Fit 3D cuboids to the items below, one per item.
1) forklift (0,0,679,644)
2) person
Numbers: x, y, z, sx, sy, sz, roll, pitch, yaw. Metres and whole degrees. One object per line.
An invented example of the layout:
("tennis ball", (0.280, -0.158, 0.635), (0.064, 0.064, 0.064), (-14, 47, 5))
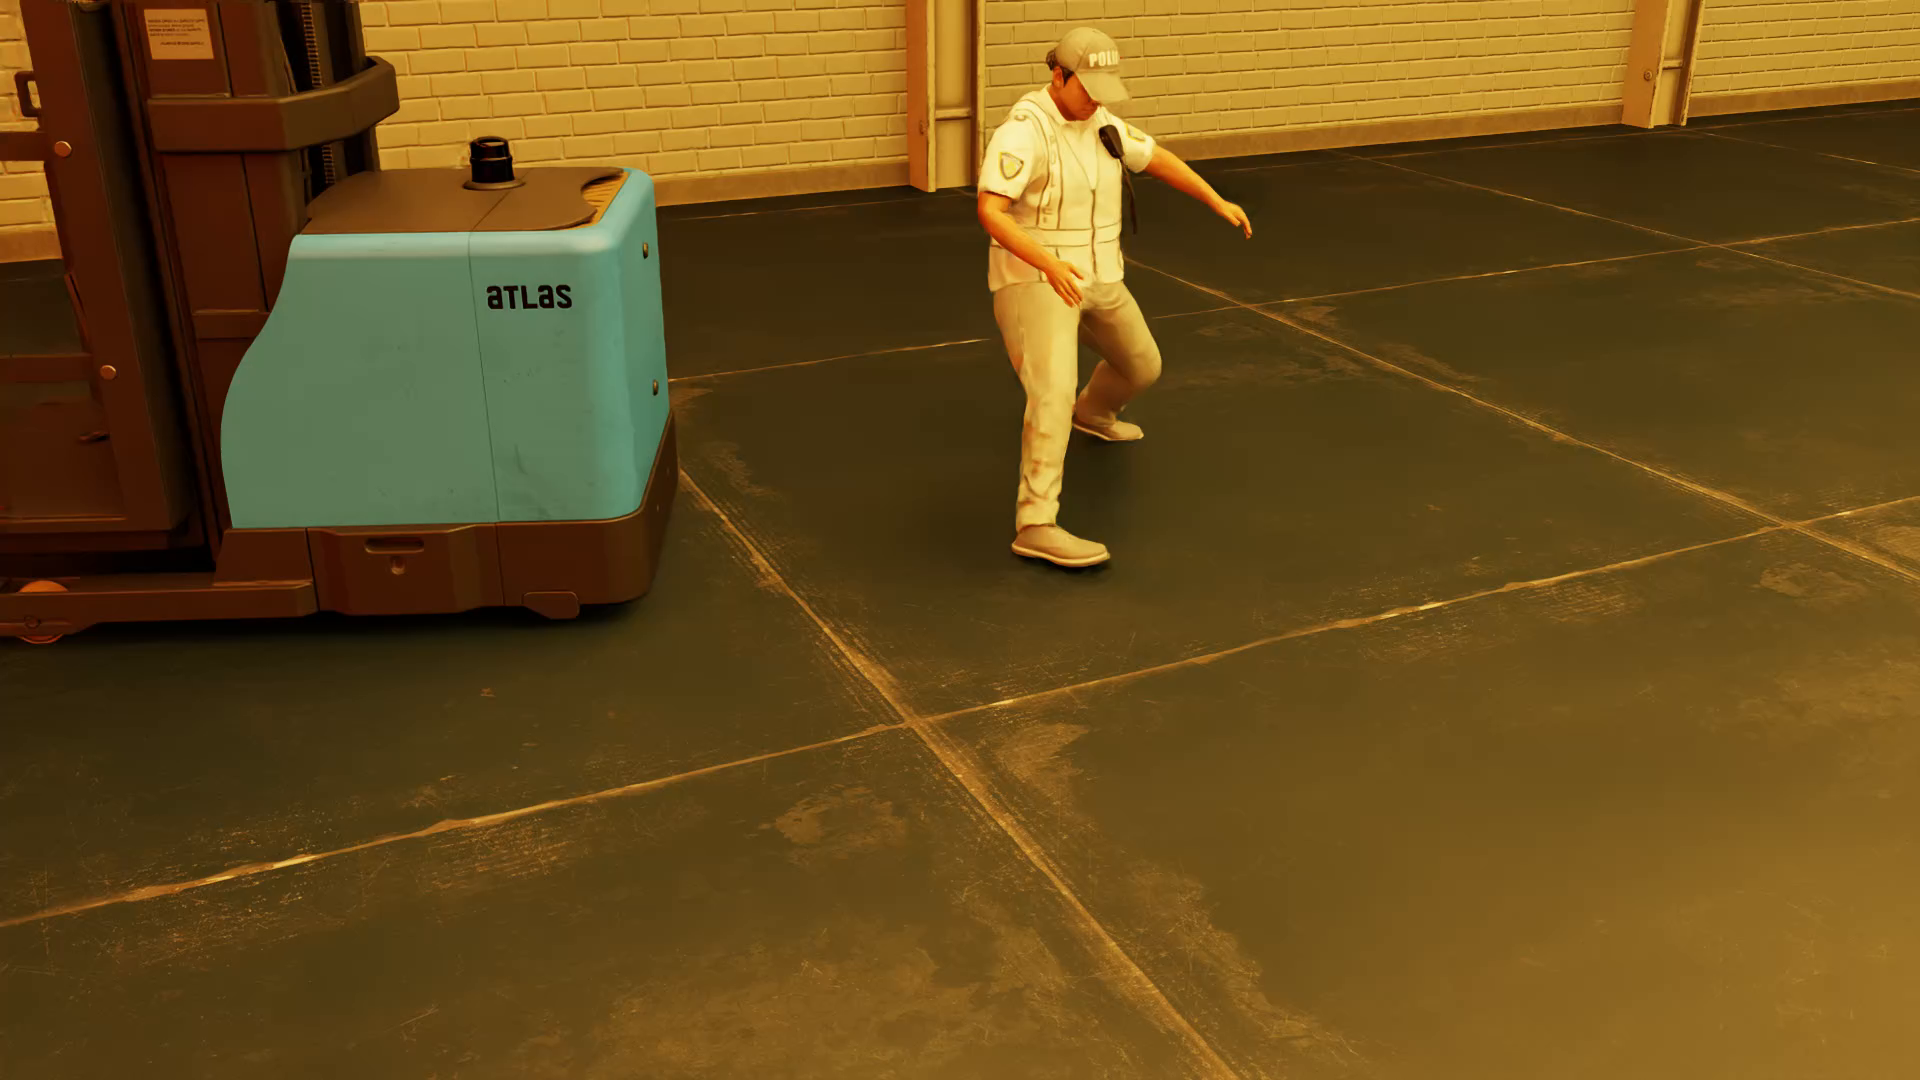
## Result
("forklift", (-2.396, -1.280, 4.368), (3.031, 2.935, 1.130), (-1, 23, -3))
("person", (0.437, -0.817, 5.189), (1.134, 1.497, 0.946), (-19, 29, -37))
